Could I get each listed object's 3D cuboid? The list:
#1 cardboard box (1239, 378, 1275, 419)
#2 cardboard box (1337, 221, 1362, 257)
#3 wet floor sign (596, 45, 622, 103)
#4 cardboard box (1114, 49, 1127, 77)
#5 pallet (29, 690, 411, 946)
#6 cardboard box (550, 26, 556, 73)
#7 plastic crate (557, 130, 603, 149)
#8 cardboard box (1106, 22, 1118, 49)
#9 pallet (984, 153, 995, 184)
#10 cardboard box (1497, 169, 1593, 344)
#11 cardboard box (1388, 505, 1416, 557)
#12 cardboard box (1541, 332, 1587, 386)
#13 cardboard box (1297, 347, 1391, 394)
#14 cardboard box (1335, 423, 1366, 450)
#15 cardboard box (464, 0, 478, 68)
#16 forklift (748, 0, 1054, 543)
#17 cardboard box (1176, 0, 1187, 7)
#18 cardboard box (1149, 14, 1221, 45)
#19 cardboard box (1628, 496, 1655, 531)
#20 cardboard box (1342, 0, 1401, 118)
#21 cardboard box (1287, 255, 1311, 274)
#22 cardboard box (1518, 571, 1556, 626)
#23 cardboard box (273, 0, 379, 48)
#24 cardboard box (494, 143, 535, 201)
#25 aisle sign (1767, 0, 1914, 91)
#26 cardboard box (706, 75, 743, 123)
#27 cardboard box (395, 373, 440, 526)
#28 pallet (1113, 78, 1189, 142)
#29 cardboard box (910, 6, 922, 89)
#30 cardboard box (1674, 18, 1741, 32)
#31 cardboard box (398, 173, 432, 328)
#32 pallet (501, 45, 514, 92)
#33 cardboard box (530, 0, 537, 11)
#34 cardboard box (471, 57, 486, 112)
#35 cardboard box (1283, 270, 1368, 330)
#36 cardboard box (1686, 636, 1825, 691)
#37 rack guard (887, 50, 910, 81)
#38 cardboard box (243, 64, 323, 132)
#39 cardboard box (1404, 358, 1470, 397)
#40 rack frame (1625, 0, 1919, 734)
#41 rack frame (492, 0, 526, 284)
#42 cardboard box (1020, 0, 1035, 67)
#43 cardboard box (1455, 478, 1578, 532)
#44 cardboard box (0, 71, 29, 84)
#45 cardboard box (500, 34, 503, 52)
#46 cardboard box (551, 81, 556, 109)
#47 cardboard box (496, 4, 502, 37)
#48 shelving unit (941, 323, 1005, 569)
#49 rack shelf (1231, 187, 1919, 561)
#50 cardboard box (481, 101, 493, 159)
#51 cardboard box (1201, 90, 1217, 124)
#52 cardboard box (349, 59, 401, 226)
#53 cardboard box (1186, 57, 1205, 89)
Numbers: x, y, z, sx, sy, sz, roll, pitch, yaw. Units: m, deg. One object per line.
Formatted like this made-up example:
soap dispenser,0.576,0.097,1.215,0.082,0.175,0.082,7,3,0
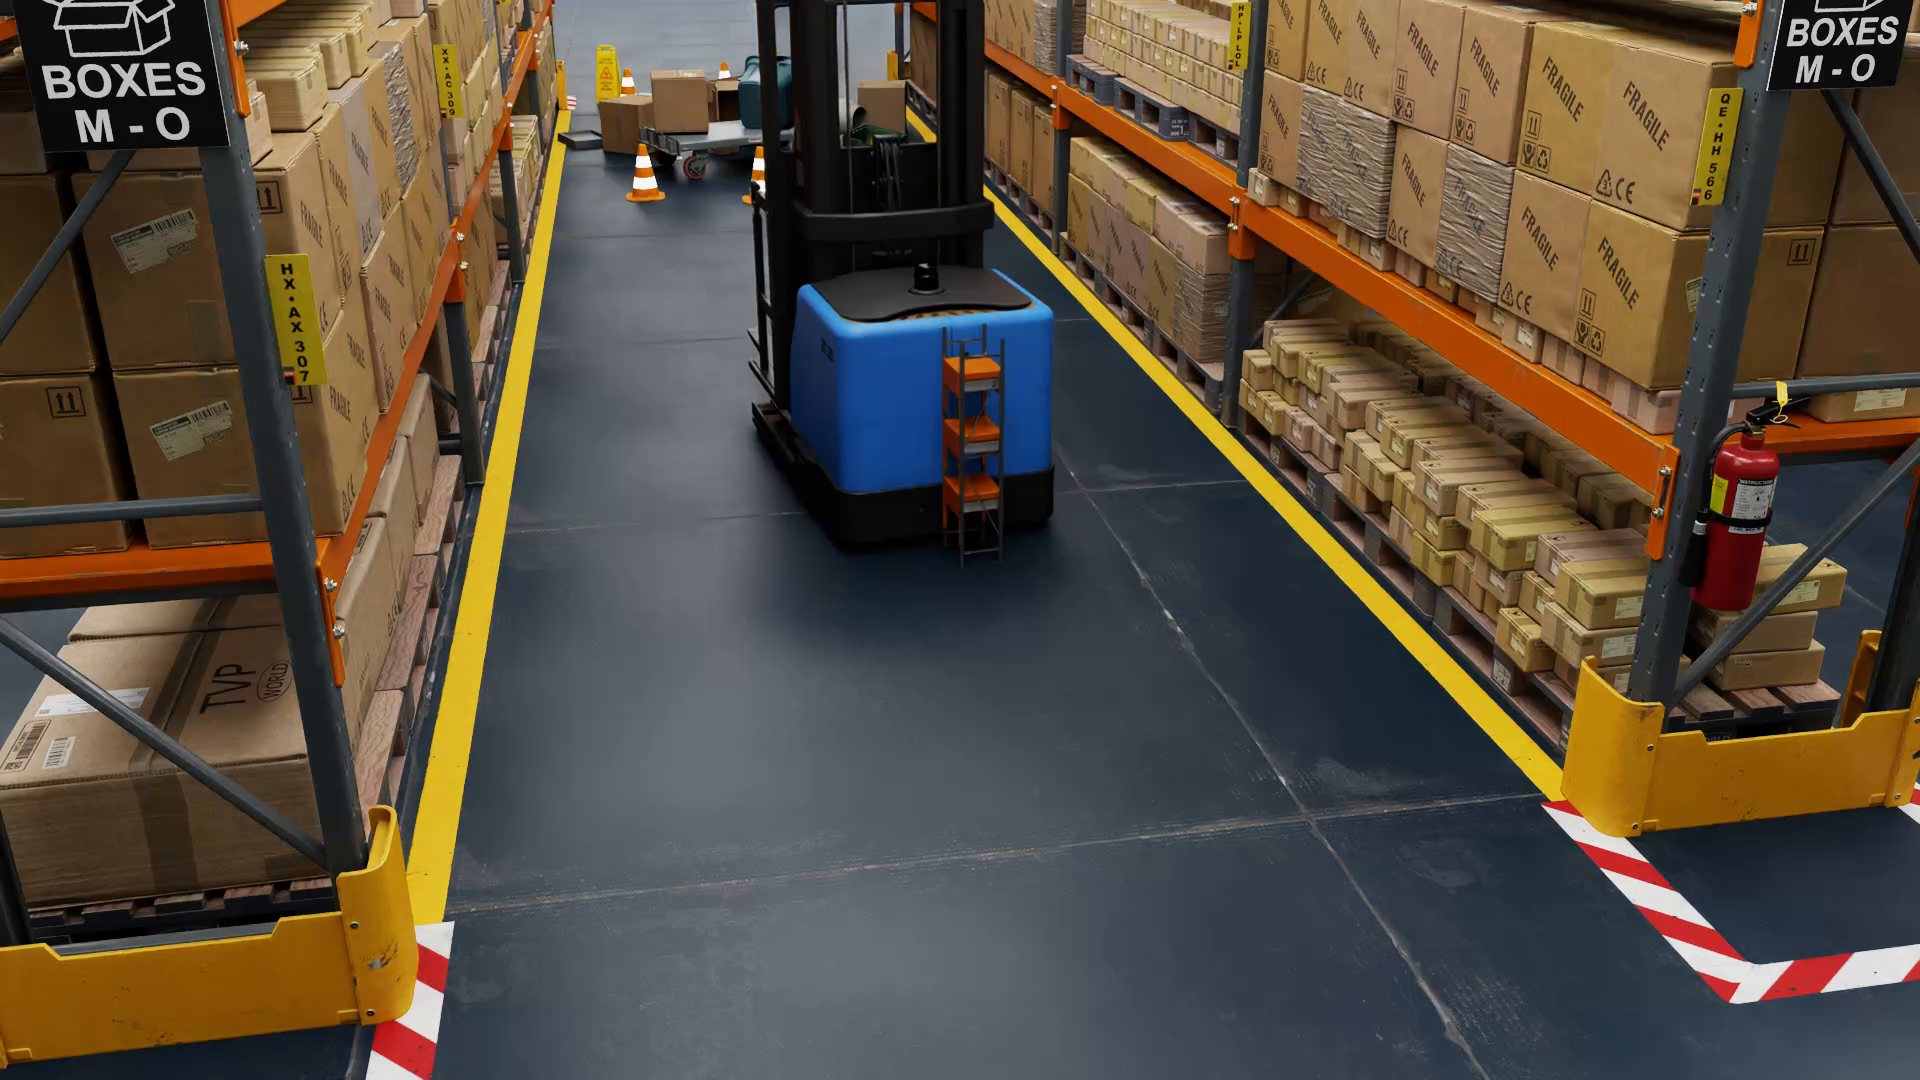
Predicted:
cardboard box,1.699,-0.759,8.778,0.380,0.149,0.250,-5,24,-12
cardboard box,1.927,-1.381,7.478,0.380,0.149,0.250,-4,24,-9
wet floor sign,-4.101,-5.429,19.375,0.267,0.644,0.232,4,24,9
cardboard box,1.244,-3.182,11.078,0.380,0.149,0.250,-3,24,-7
pallet,-2.383,0.908,5.407,1.003,0.211,1.213,-4,24,-10
cardboard box,-4.713,-5.335,18.190,0.500,0.500,0.500,-4,24,-9
plastic crate,-3.862,-4.121,17.086,0.402,0.080,0.583,-13,27,-28
cardboard box,1.205,-3.411,11.230,0.380,0.149,0.250,-5,24,-11
pallet,0.685,-3.611,15.755,1.003,0.211,1.213,-4,24,-10
cardboard box,2.261,-1.010,5.818,0.500,0.500,0.500,-5,24,-11
cardboard box,2.076,-0.049,7.153,0.380,0.149,0.250,-4,24,-9
cardboard box,2.279,-0.657,5.821,0.380,0.149,0.250,-5,24,-10
cardboard box,1.896,-0.840,8.219,0.380,0.149,0.250,-5,24,-10
cardboard box,1.991,-0.494,7.799,0.380,0.149,0.250,-3,24,-7
cardboard box,-3.011,-2.931,9.339,0.500,0.500,0.500,-5,24,-11
forklift,-0.500,-1.895,8.426,1.130,2.935,3.031,-7,25,-16
cardboard box,1.749,-3.805,11.760,0.380,0.149,0.250,-5,24,-12
cardboard box,1.390,-3.152,10.266,0.380,0.149,0.250,-5,24,-10
cardboard box,2.834,-0.065,6.445,0.380,0.149,0.250,-4,24,-10
cardboard box,1.965,-2.082,7.023,0.500,0.500,0.500,-4,24,-9
cardboard box,2.071,-1.741,9.650,0.500,0.250,0.500,-5,24,-12
cardboard box,2.314,0.217,6.170,0.380,0.149,0.250,-5,24,-11
cardboard box,-2.404,-1.933,6.244,0.380,0.149,0.250,-4,24,-10
cardboard box,-4.012,-3.007,13.646,0.950,0.372,0.625,-4,24,-8
aisle sign,2.406,-1.607,4.435,0.394,0.787,0.004,-4,24,-10
cardboard box,-2.304,-4.707,17.898,0.637,0.503,0.797,18,29,36
cardboard box,-2.888,-0.398,7.589,0.875,0.438,0.875,-5,24,-11
pallet,1.614,-2.750,10.539,1.003,0.211,1.213,-4,24,-10
cardboard box,-0.081,-5.717,19.223,0.875,0.875,0.875,-4,24,-9
cardboard box,2.766,-1.502,5.695,0.500,0.500,0.500,-4,24,-8
cardboard box,-2.353,-1.118,6.437,0.500,0.500,0.500,-5,24,-11
pallet,-3.874,-3.392,12.009,1.213,0.211,1.003,-4,24,-10
cardboard box,-4.185,-5.157,15.313,0.500,0.500,0.500,-4,24,-10
cardboard box,-2.989,-2.591,9.497,0.500,0.250,0.500,-5,24,-11
cardboard box,2.072,-1.398,9.801,0.500,0.500,0.500,-3,24,-8
cardboard box,2.905,0.417,6.084,0.380,0.149,0.250,-4,24,-9
rack guard,-0.276,-5.624,20.003,1.175,0.500,0.348,-4,24,-10
cardboard box,-2.006,-1.231,4.636,0.380,0.149,0.250,-4,24,-8
cardboard box,2.380,-0.776,8.072,0.380,0.149,0.250,-4,24,-8
rack frame,2.687,-0.467,5.072,1.000,3.000,0.127,-4,24,-10
rack frame,-3.638,-3.208,11.347,1.000,3.000,0.127,-4,24,-10
cardboard box,0.770,-4.013,13.066,0.500,0.500,0.500,-4,24,-10
cardboard box,2.192,-0.117,6.565,0.380,0.149,0.250,-5,24,-12
cardboard box,-2.623,-1.182,4.524,0.380,0.149,0.250,-5,24,-10
cardboard box,-3.540,-3.651,12.152,0.380,0.149,0.250,-6,24,-13
cardboard box,-4.615,-4.784,17.867,0.500,0.250,0.500,-4,24,-10
cardboard box,-3.494,-3.776,11.627,0.500,0.500,0.500,-5,24,-11
shelving unit,0.057,-0.413,7.383,0.215,1.050,0.252,-7,25,-16
rack shelf,2.318,-0.924,7.017,1.077,0.370,4.000,-4,24,-10
cardboard box,-2.980,-2.362,9.597,0.500,0.250,0.500,-5,24,-11
cardboard box,1.587,-2.460,9.423,0.380,0.149,0.250,-4,24,-10
cardboard box,-2.266,-1.376,5.778,0.500,0.500,0.500,-4,24,-10
cardboard box,1.532,-2.704,9.612,0.380,0.149,0.250,-5,24,-11
